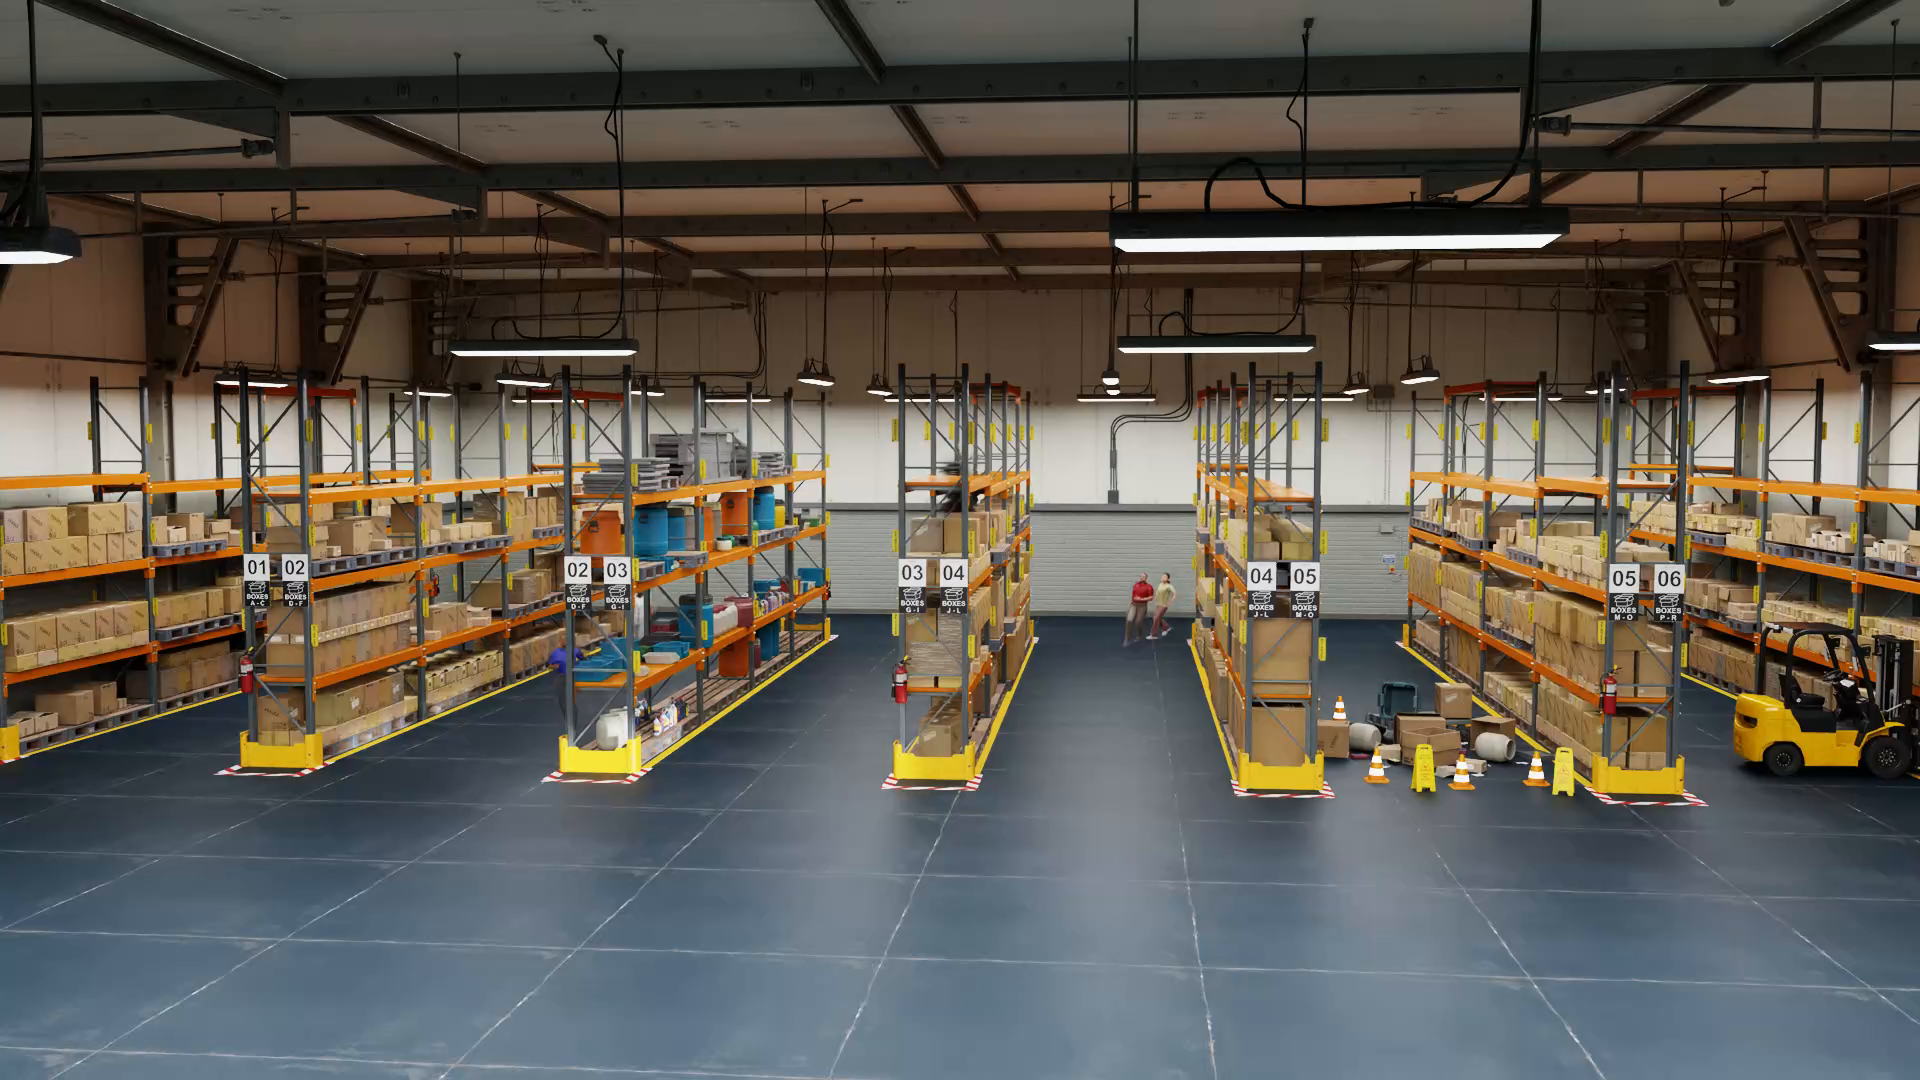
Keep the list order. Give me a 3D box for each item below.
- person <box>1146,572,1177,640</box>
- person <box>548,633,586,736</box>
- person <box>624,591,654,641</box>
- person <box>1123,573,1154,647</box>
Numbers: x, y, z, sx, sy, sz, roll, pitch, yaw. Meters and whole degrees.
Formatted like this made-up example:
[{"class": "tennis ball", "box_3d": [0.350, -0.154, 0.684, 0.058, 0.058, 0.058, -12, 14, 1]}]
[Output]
[{"class": "person", "box_3d": [4.933, 1.595, 40.309, 0.772, 1.630, 0.637, -3, 5, -36]}, {"class": "person", "box_3d": [-6.547, 2.392, 27.674, 0.552, 1.706, 0.808, 0, 4, 5]}, {"class": "person", "box_3d": [-6.985, 1.810, 36.170, 0.654, 1.790, 0.823, 0, 4, -6]}, {"class": "person", "box_3d": [4.240, 1.642, 39.197, 0.653, 1.750, 0.837, 2, 4, 28]}]
